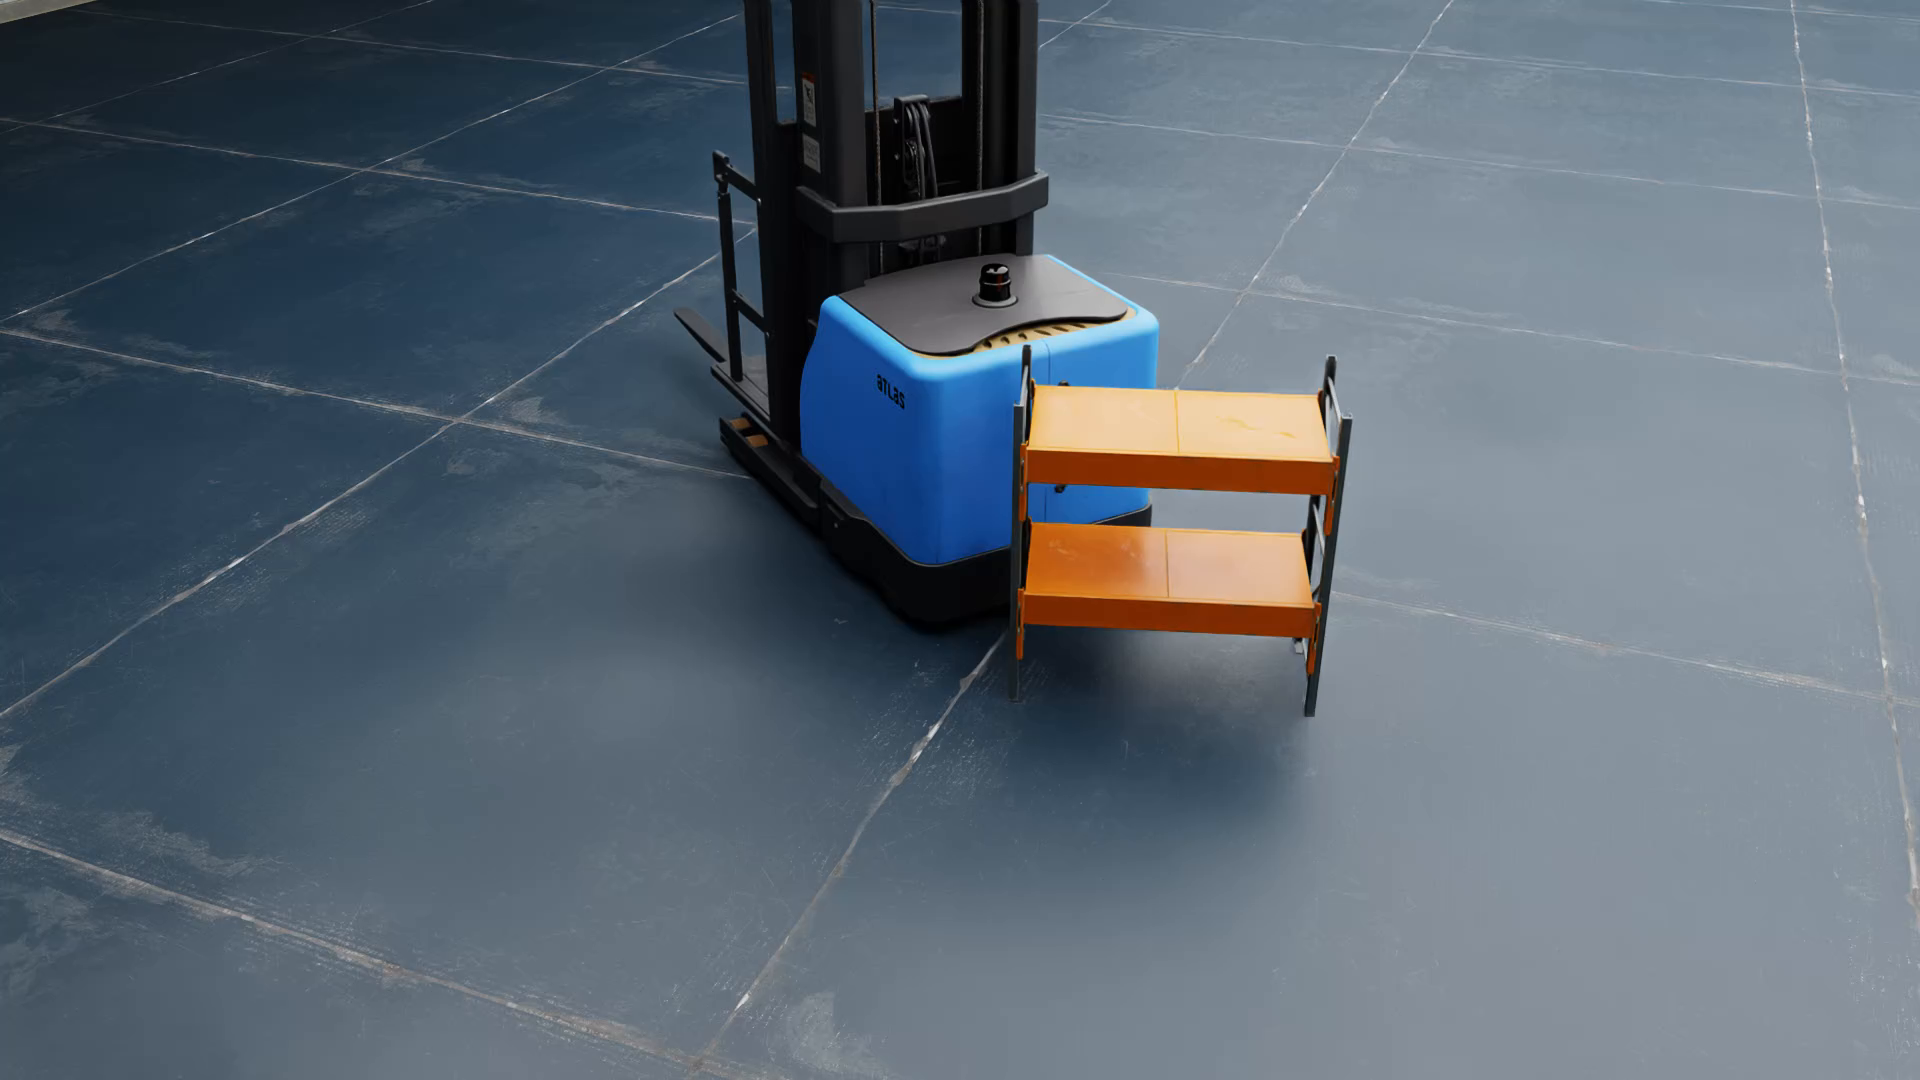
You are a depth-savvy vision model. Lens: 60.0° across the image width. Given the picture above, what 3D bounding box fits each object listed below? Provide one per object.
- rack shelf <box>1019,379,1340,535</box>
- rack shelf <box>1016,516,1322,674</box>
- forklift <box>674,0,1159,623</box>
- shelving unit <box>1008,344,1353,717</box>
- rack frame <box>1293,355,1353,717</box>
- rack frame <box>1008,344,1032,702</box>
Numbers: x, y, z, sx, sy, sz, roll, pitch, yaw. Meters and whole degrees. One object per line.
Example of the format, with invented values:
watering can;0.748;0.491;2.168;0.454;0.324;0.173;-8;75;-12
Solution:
rack shelf;0.712;-0.285;5.515;1.000;0.278;0.538;3;30;4
rack shelf;0.712;0.183;5.780;1.000;0.278;0.538;3;30;4
forklift;-0.412;-1.668;6.723;1.130;2.935;3.031;-15;33;-25
shelving unit;0.712;-0.030;5.659;1.048;1.125;0.538;3;30;4
rack frame;1.218;-0.007;5.620;0.032;1.125;0.500;3;30;4
rack frame;0.206;-0.052;5.699;0.032;1.125;0.500;3;30;4
